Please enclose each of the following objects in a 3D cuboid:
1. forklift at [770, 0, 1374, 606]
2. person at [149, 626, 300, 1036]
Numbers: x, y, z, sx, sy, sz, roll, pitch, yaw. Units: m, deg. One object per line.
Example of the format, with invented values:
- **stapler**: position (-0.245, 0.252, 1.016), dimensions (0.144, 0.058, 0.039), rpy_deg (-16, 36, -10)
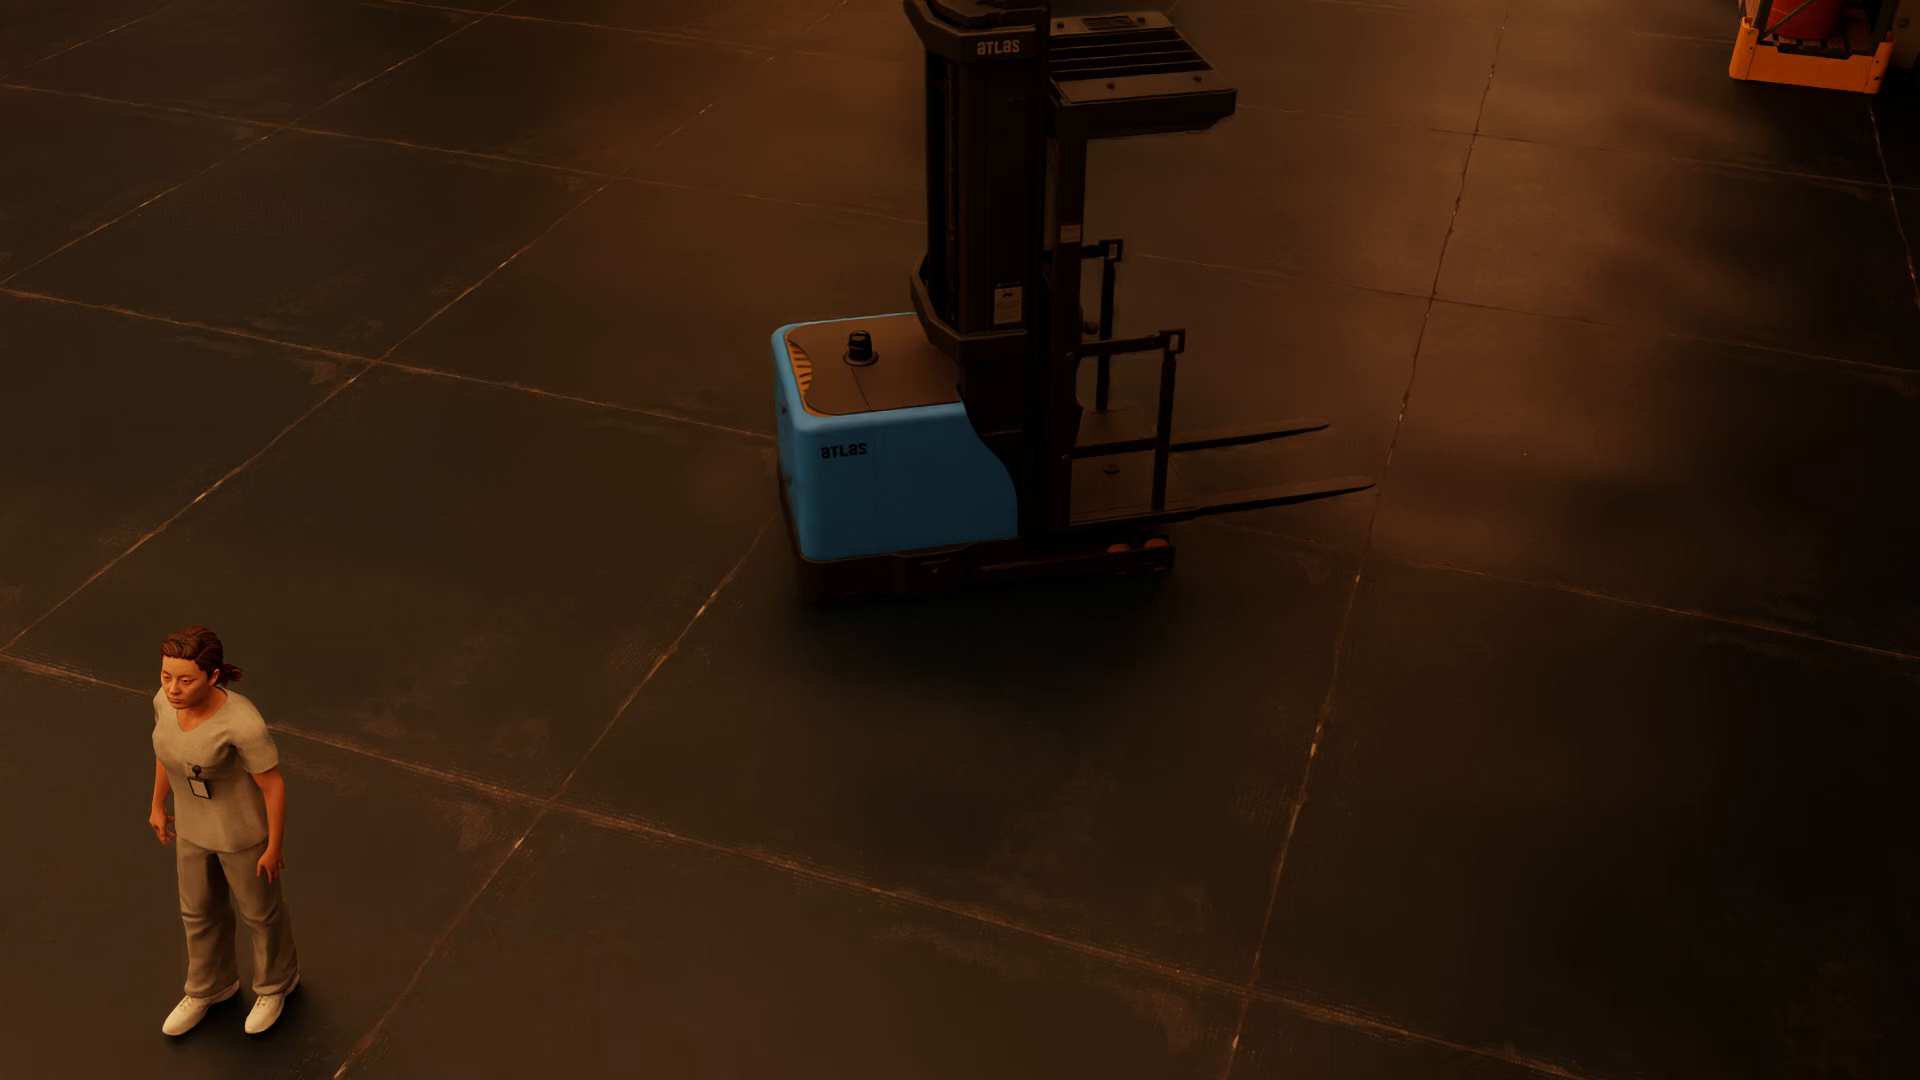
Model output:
- **forklift**: position (0.613, -1.304, 7.951), dimensions (3.031, 2.935, 1.130), rpy_deg (-7, 36, -10)
- **person**: position (-2.574, 1.037, 5.721), dimensions (0.550, 1.673, 0.548), rpy_deg (12, 37, 16)
